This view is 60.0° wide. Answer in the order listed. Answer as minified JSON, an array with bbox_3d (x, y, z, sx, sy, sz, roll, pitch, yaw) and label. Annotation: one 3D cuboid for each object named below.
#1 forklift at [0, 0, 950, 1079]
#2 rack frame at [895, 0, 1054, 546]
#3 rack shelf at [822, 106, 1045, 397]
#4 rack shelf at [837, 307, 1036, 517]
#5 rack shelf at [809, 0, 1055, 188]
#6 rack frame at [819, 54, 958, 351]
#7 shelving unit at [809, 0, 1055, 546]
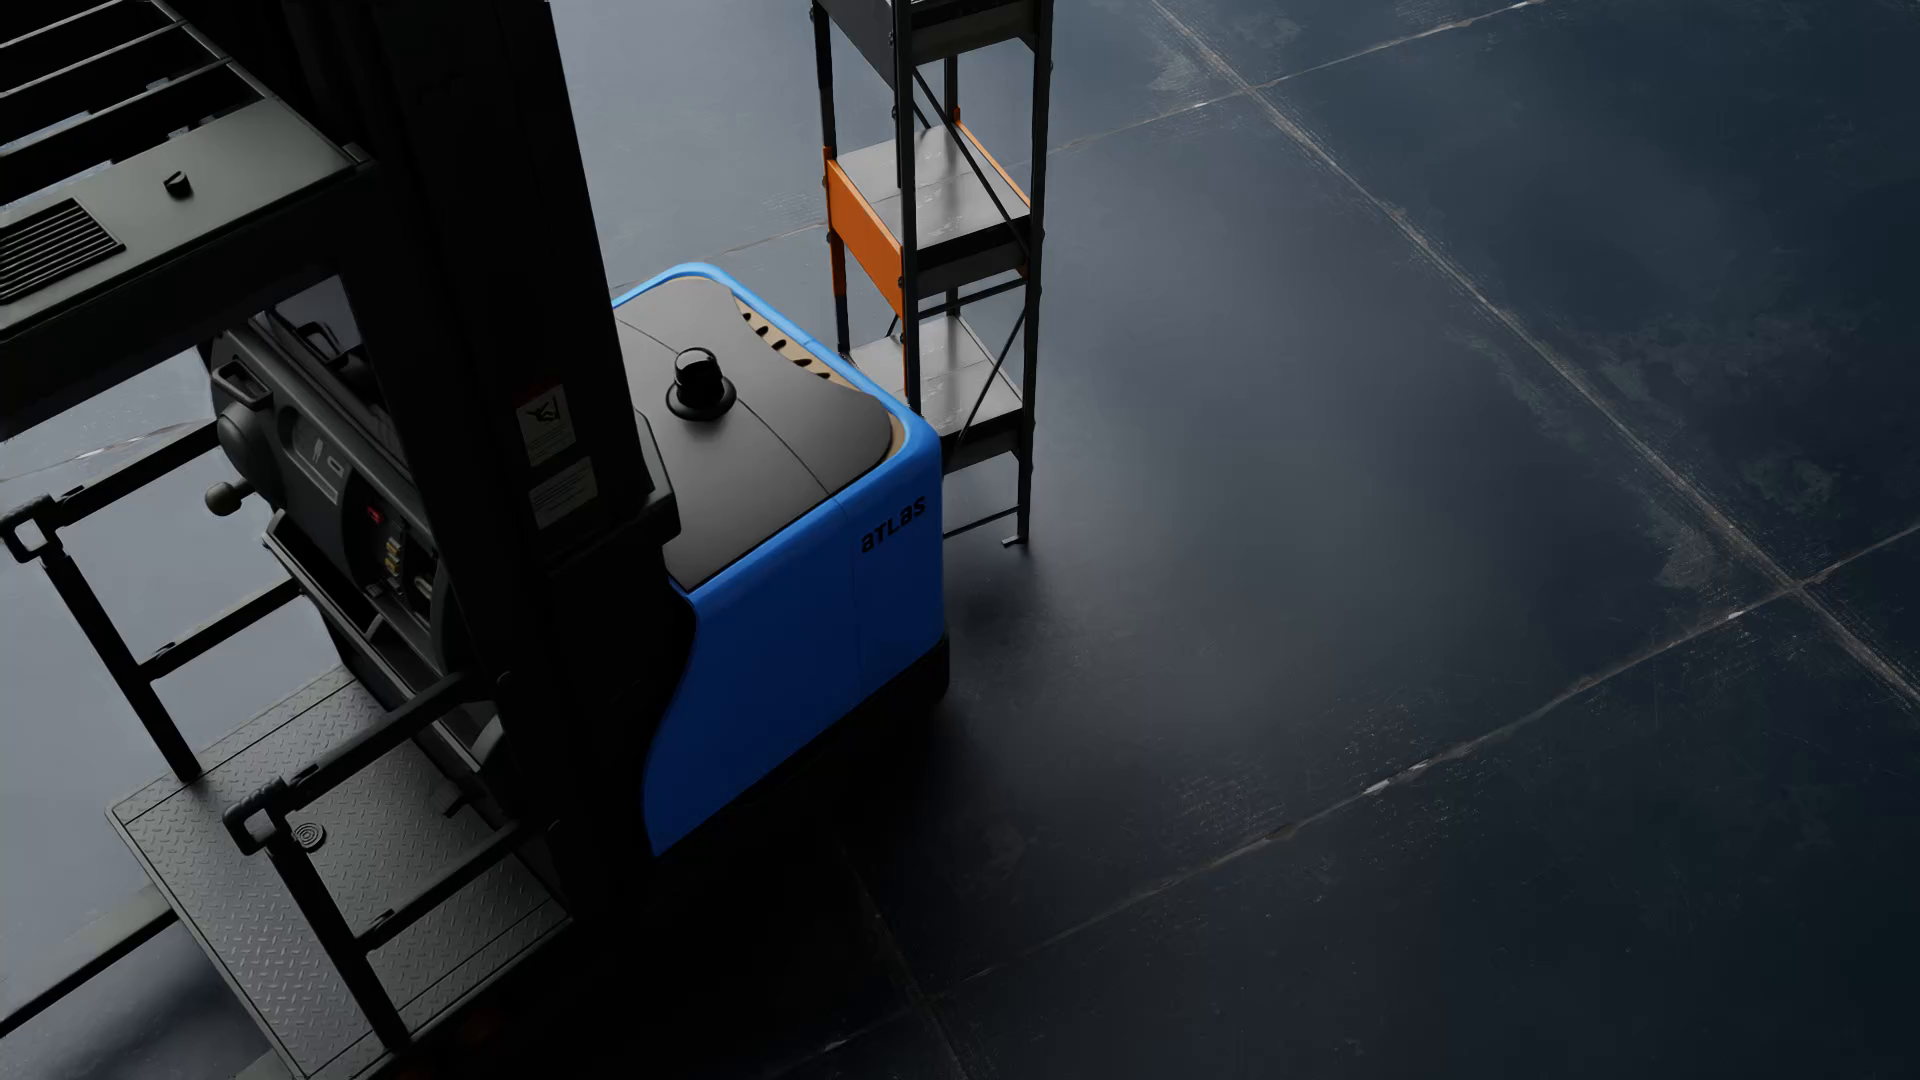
[{"bbox_3d":[-1.441,-0.007,3.309,3.031,2.935,1.130,-36,58,-27],"label":"forklift"},{"bbox_3d":[0.036,-0.639,4.414,0.400,2.100,0.015,-21,52,-18],"label":"rack frame"},{"bbox_3d":[-0.076,-0.793,4.567,0.431,0.518,0.480,-21,52,-18],"label":"rack shelf"},{"bbox_3d":[-0.076,-0.332,5.094,0.431,0.518,0.480,-21,52,-18],"label":"rack shelf"},{"bbox_3d":[-0.076,-1.254,4.040,0.431,0.518,0.480,-21,52,-18],"label":"rack shelf"},{"bbox_3d":[-0.187,-0.965,4.699,0.400,2.100,0.015,-21,52,-18],"label":"rack frame"},{"bbox_3d":[-0.076,-0.802,4.557,0.431,2.100,0.503,-21,52,-18],"label":"shelving unit"}]
